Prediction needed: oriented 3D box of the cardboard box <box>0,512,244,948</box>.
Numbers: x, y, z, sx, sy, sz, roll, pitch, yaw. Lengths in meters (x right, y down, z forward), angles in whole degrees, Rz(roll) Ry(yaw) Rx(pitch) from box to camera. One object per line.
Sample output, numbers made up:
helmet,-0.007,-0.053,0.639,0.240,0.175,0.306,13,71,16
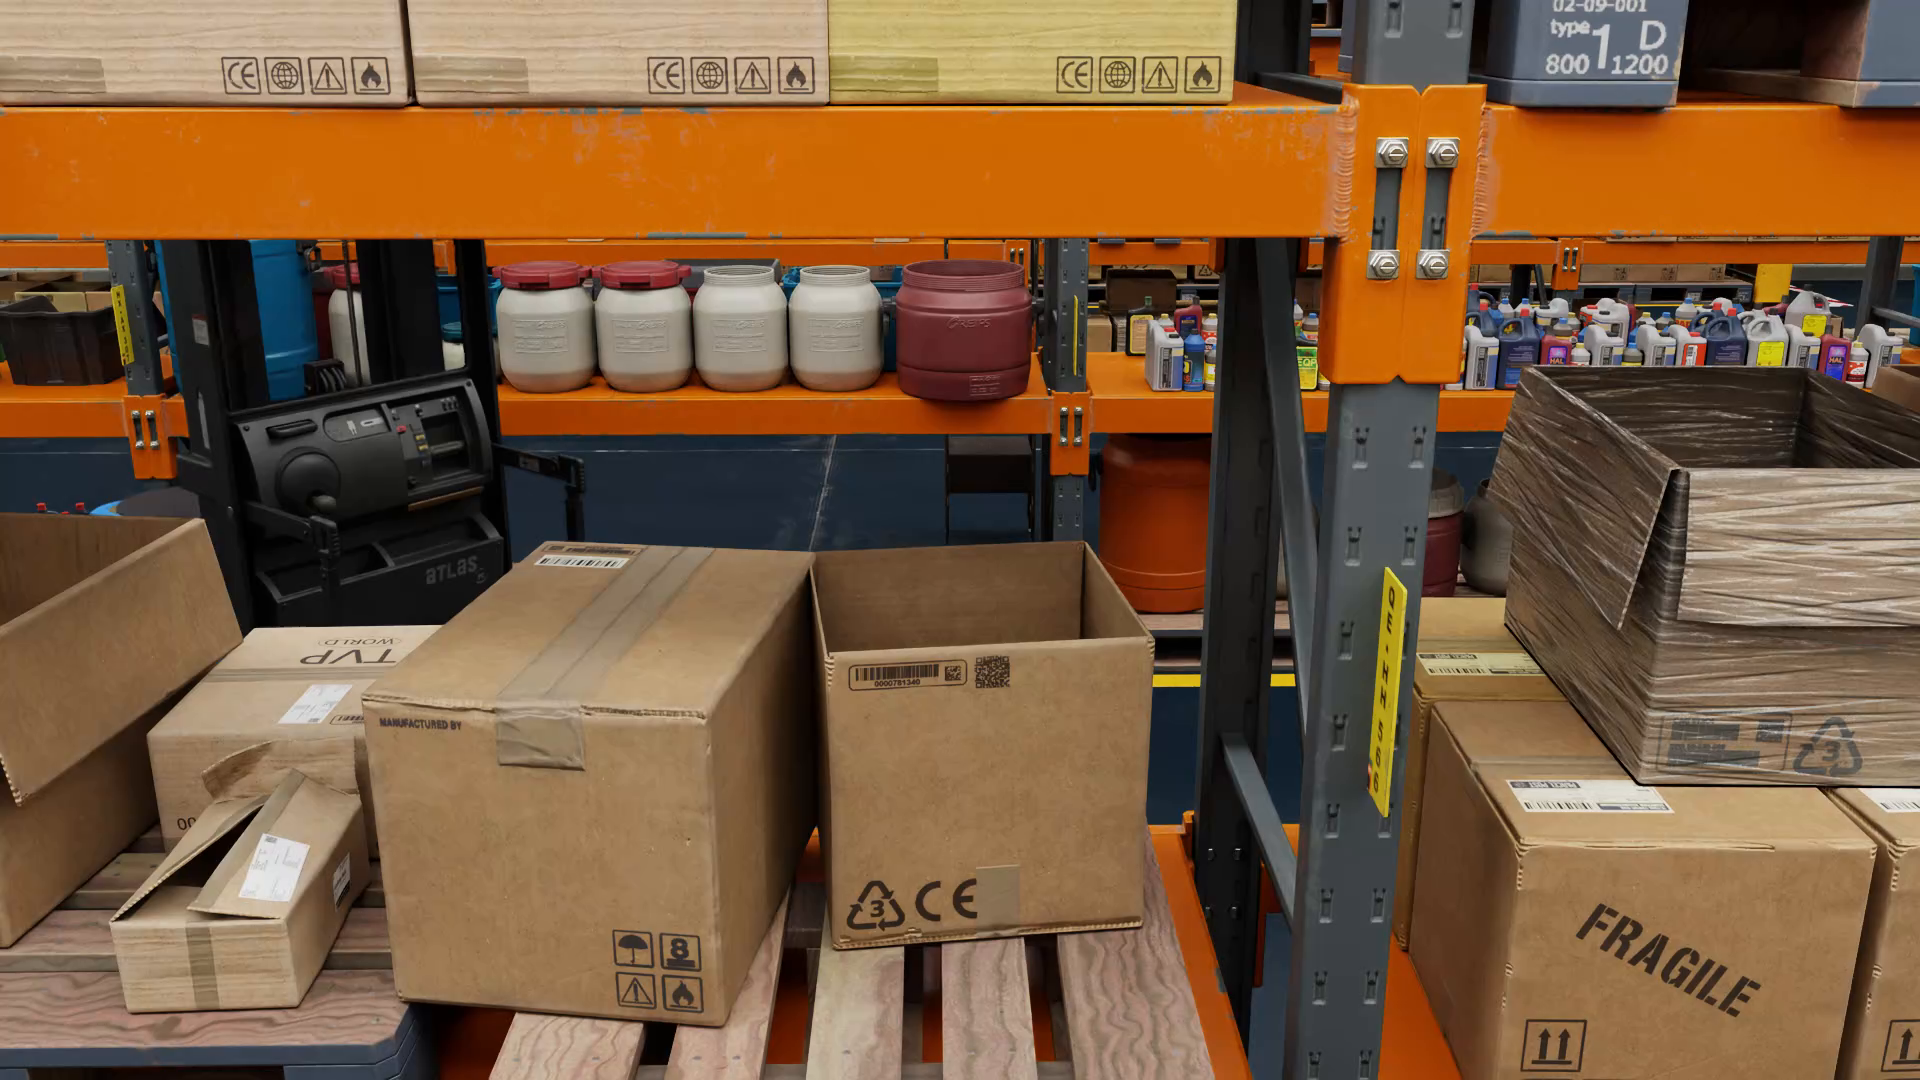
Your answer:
cardboard box,-1.714,0.286,2.888,0.637,0.503,0.797,2,18,5

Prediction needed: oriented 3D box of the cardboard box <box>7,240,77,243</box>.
cardboard box,-6.606,-2.484,12.218,0.500,0.500,0.700,0,18,1

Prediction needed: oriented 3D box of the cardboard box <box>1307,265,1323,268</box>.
cardboard box,3.670,-3.139,17.253,0.750,0.750,0.750,0,18,0

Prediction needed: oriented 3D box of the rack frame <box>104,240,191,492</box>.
rack frame,-3.524,-0.941,7.570,0.127,3.000,1.000,0,18,-1

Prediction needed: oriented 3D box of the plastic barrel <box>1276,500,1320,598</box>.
plastic barrel,1.527,-0.013,8.063,0.421,0.512,0.421,0,18,0

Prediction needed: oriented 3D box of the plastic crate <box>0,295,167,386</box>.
plastic crate,-4.050,-0.948,7.692,0.504,0.338,0.767,0,18,-1

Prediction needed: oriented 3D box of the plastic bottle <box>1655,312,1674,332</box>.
plastic bottle,3.426,-1.004,8.093,0.097,0.201,0.097,0,18,0

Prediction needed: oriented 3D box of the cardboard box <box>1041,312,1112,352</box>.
cardboard box,0.860,-1.407,12.395,0.500,0.500,0.500,0,18,1

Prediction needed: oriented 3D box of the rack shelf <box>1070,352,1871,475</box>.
rack shelf,2.475,-0.627,7.770,4.000,0.370,1.077,0,18,-1

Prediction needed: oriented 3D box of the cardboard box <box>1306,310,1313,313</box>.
cardboard box,2.880,-1.577,12.926,0.500,0.500,0.500,0,18,0

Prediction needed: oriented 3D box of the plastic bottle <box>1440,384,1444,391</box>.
plastic bottle,2.069,-0.800,7.320,0.133,0.283,0.061,0,18,-1

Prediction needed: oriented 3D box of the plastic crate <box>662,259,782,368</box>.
plastic crate,-1.145,-1.076,7.887,0.583,0.464,0.402,0,18,-1

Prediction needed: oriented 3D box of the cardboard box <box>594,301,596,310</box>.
cardboard box,-2.678,-1.705,12.849,0.500,0.311,0.500,0,18,1

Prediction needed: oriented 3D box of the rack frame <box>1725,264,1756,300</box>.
rack frame,8.318,-4.024,17.182,0.127,3.000,1.000,0,18,-1

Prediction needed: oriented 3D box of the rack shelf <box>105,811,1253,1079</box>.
rack shelf,-1.446,0.905,2.994,4.000,0.370,1.077,0,18,-1

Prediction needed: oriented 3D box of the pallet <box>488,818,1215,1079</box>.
pallet,-0.157,0.680,2.831,1.003,0.211,1.213,0,18,-1

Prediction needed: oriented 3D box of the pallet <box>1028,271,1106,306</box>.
pallet,1.108,-2.639,17.428,1.213,0.211,1.003,0,18,-1

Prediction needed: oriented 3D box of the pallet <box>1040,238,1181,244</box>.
pallet,1.077,-2.406,12.452,1.003,0.211,1.213,0,18,-1

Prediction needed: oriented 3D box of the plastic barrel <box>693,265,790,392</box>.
plastic barrel,-0.971,-0.941,7.388,0.421,0.512,0.421,0,18,0

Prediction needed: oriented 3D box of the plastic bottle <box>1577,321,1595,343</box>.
plastic bottle,2.829,-0.849,7.496,0.097,0.271,0.097,0,18,0

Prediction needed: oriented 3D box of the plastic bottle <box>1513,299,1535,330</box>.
plastic bottle,2.732,-1.034,8.072,0.097,0.271,0.097,0,18,0

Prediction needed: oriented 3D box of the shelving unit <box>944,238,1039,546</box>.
shelving unit,0.166,-1.001,9.229,0.503,2.100,0.431,0,18,-1

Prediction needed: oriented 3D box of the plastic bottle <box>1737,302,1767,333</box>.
plastic bottle,3.559,-0.896,7.509,0.185,0.351,0.144,0,18,-1

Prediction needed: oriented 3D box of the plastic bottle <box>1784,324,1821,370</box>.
plastic bottle,3.720,-0.818,7.390,0.135,0.276,0.152,0,18,-1

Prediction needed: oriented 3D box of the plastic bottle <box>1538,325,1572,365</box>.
plastic bottle,2.619,-0.802,7.328,0.133,0.283,0.061,0,18,-1

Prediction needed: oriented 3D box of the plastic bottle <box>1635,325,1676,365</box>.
plastic bottle,3.082,-0.815,7.380,0.135,0.276,0.152,0,18,-1

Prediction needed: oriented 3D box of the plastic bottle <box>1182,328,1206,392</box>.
plastic bottle,1.029,-0.794,7.324,0.097,0.271,0.097,0,18,0

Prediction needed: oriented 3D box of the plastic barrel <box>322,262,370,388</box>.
plastic barrel,-2.564,-0.943,7.354,0.433,0.535,0.433,0,18,0

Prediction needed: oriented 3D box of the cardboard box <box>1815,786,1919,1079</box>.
cardboard box,1.559,0.583,2.657,0.500,0.500,0.500,-1,18,-2

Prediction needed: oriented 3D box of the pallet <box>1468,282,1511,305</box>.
pallet,5.080,-2.657,17.485,1.213,0.211,1.003,0,18,-1

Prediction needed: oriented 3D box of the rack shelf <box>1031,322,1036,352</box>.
rack shelf,0.166,-0.988,9.234,0.480,0.518,0.431,0,18,-1

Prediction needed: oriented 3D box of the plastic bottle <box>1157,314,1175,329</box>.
plastic bottle,0.989,-0.993,8.057,0.097,0.201,0.097,0,18,0

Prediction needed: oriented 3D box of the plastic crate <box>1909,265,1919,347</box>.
plastic crate,4.936,-1.107,8.015,0.575,0.384,0.392,0,18,-1

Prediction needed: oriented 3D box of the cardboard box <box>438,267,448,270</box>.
cardboard box,-5.280,-2.817,17.365,0.250,0.149,0.380,-2,18,-5

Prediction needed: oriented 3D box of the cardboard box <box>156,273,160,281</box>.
cardboard box,-6.067,-1.785,12.787,0.500,0.500,0.500,0,18,-1

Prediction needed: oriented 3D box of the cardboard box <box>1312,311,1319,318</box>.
cardboard box,2.916,-1.419,12.434,0.500,0.500,0.500,0,18,0

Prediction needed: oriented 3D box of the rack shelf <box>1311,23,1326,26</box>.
rack shelf,2.401,-3.568,12.028,4.000,0.370,1.077,0,18,-1

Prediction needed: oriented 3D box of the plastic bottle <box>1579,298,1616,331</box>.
plastic bottle,3.080,-1.030,8.051,0.135,0.276,0.152,0,18,-1

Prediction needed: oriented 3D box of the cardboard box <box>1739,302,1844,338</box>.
cardboard box,6.279,-1.524,12.753,0.637,0.503,0.797,0,18,-1

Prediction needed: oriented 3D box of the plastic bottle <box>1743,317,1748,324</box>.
plastic bottle,3.853,-1.007,8.100,0.097,0.201,0.097,0,18,0

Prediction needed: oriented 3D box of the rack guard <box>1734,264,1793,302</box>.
rack guard,8.342,-2.834,17.565,0.348,0.500,1.175,0,18,-1

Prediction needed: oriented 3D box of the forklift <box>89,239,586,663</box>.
forklift,-1.929,-0.334,5.790,3.031,2.935,1.130,14,22,36

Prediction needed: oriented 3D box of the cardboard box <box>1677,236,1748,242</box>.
cardboard box,5.426,-2.463,12.150,0.500,0.500,0.500,0,18,0

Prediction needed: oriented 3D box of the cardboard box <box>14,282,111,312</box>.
cardboard box,-6.559,-1.620,12.272,0.500,0.500,0.500,0,18,-1

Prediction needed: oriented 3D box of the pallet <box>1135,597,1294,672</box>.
pallet,1.263,0.351,8.107,1.213,0.211,1.003,0,18,-1

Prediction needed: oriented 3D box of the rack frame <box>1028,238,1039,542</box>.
rack frame,0.409,-1.002,9.233,0.015,2.100,0.400,0,18,-1

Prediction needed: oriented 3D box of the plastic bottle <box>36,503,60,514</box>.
plastic bottle,-4.527,-0.011,8.287,0.185,0.351,0.144,-1,18,-3

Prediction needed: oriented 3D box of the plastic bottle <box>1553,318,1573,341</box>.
plastic bottle,2.869,-0.955,7.940,0.097,0.201,0.097,0,18,0

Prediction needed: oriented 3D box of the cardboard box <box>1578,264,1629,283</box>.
cardboard box,6.616,-2.995,17.379,0.500,0.500,0.700,-1,18,-3

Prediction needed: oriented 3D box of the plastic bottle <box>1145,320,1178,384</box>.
plastic bottle,0.911,-0.851,7.492,0.135,0.276,0.152,0,18,-1

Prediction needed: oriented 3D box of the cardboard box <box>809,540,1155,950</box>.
cardboard box,0.014,0.320,2.788,0.500,0.500,0.500,-2,18,-8
